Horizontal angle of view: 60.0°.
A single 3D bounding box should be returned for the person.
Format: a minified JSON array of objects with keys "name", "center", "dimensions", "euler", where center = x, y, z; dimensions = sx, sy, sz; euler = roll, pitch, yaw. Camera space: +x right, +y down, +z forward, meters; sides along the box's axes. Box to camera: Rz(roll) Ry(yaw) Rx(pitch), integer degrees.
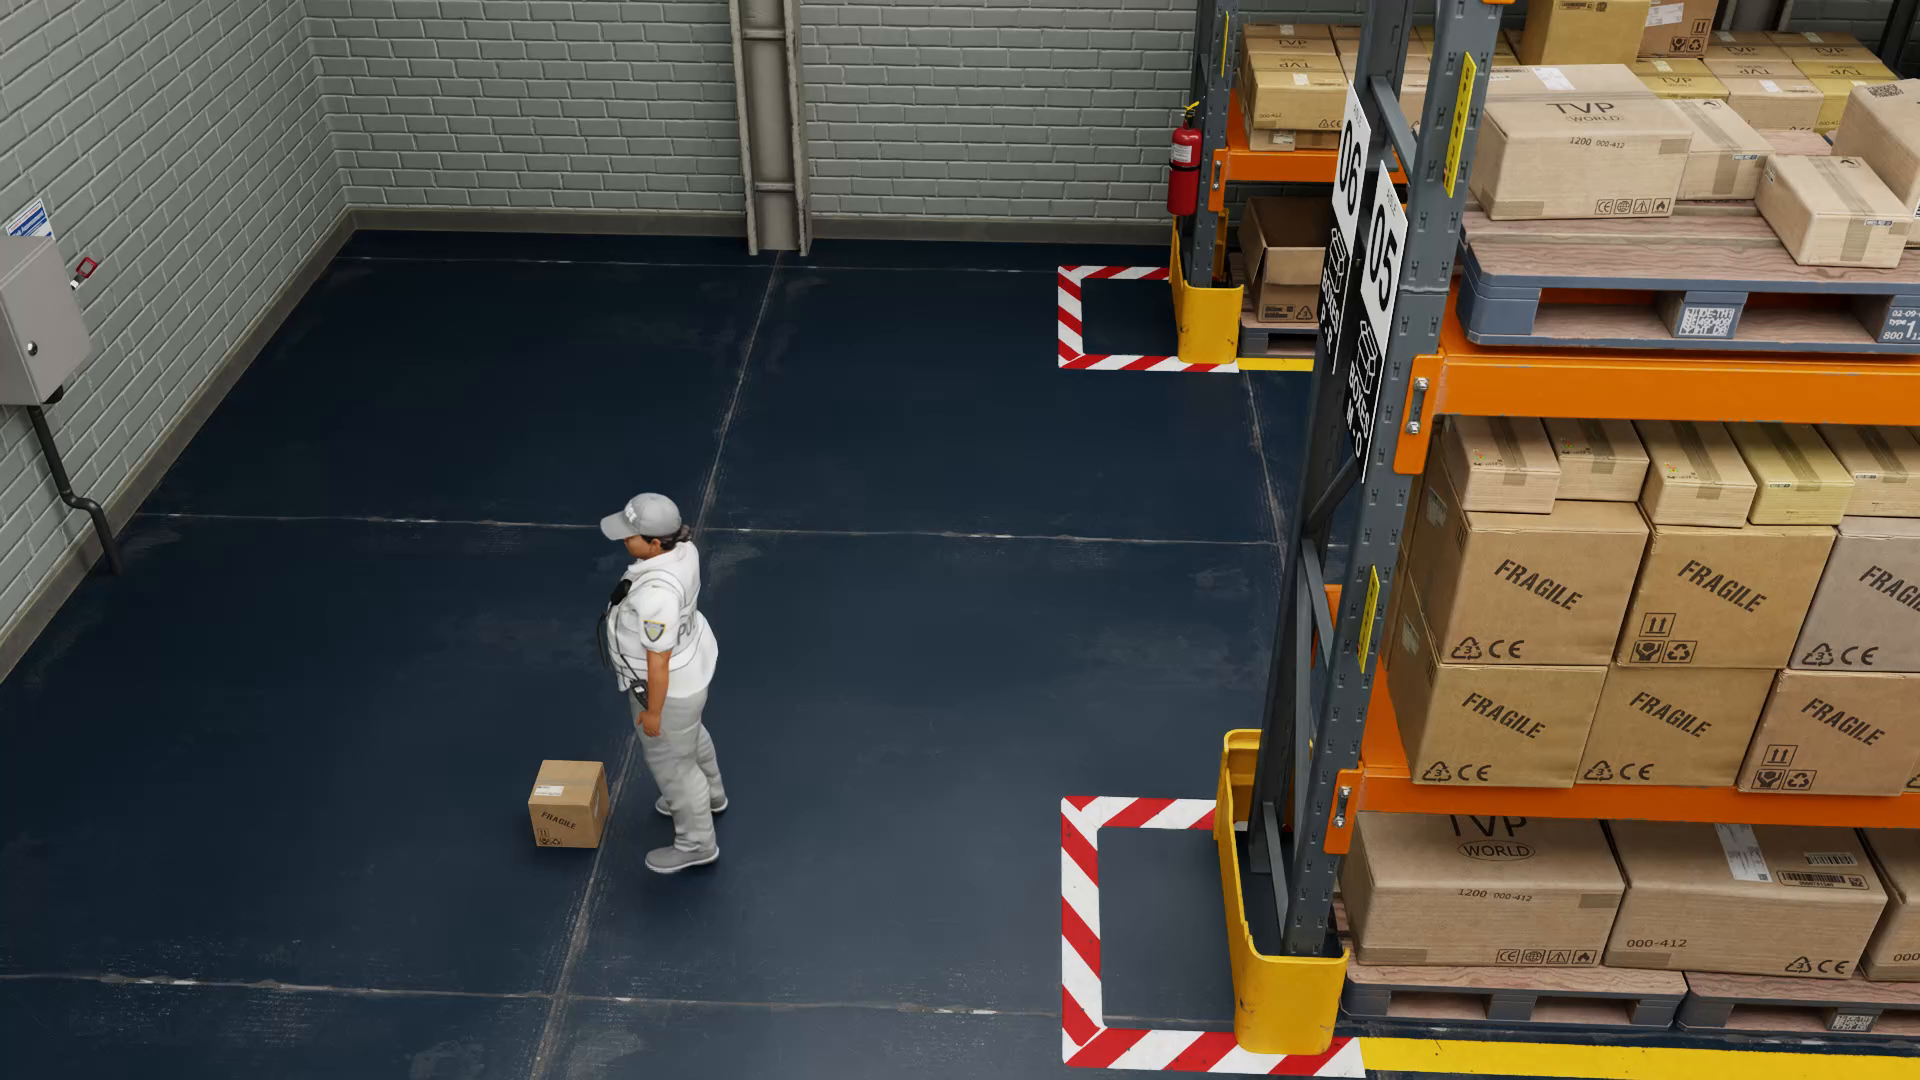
[{"name":"person","center":[-1.128,0.535,6.385],"dimensions":[0.389,1.673,0.478],"euler":[2,36,3]}]
